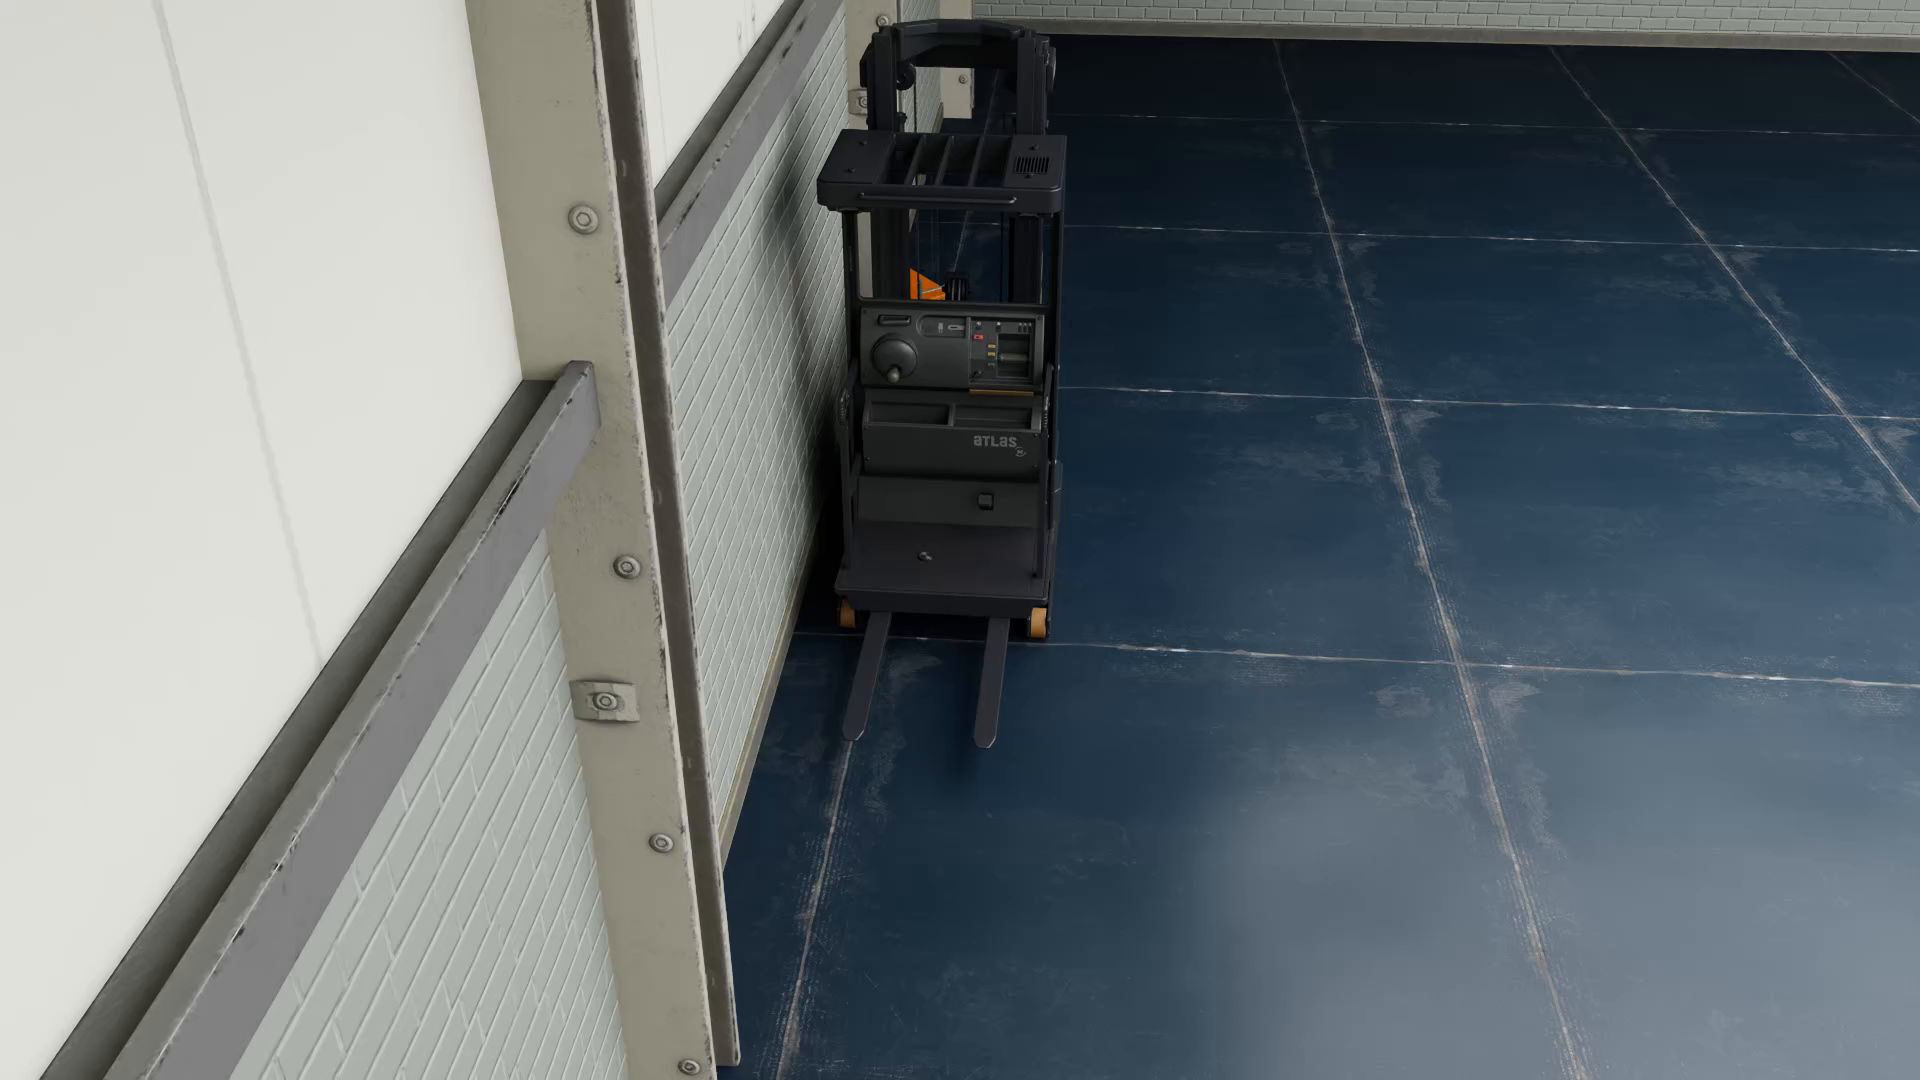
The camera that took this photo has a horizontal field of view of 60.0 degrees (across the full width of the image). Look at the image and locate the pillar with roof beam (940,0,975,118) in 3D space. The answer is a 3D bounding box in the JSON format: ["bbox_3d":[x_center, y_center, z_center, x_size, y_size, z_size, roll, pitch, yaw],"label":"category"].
[{"bbox_3d":[4.262,-7.862,13.711,9.100,9.000,0.400,2,32,4],"label":"pillar with roof beam"}]

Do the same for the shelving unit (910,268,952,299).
[{"bbox_3d":[-0.280,-1.151,10.254,0.258,1.200,0.503,-20,37,-29],"label":"shelving unit"}]

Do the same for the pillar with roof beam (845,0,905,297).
[{"bbox_3d":[3.773,-4.725,8.620,9.100,9.000,0.400,2,32,4],"label":"pillar with roof beam"}]

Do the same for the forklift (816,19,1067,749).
[{"bbox_3d":[-0.058,-0.919,8.227,1.130,2.935,3.031,3,32,4],"label":"forklift"}]

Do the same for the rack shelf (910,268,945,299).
[{"bbox_3d":[-0.280,-1.485,10.048,0.258,0.148,0.480,-20,37,-29],"label":"rack shelf"}]

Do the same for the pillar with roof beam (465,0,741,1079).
[{"bbox_3d":[3.285,-1.587,3.529,9.100,9.000,0.400,2,32,4],"label":"pillar with roof beam"}]

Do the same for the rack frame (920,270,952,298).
[{"bbox_3d":[-0.142,-1.045,10.083,0.240,1.200,0.015,-20,37,-29],"label":"rack frame"}]
